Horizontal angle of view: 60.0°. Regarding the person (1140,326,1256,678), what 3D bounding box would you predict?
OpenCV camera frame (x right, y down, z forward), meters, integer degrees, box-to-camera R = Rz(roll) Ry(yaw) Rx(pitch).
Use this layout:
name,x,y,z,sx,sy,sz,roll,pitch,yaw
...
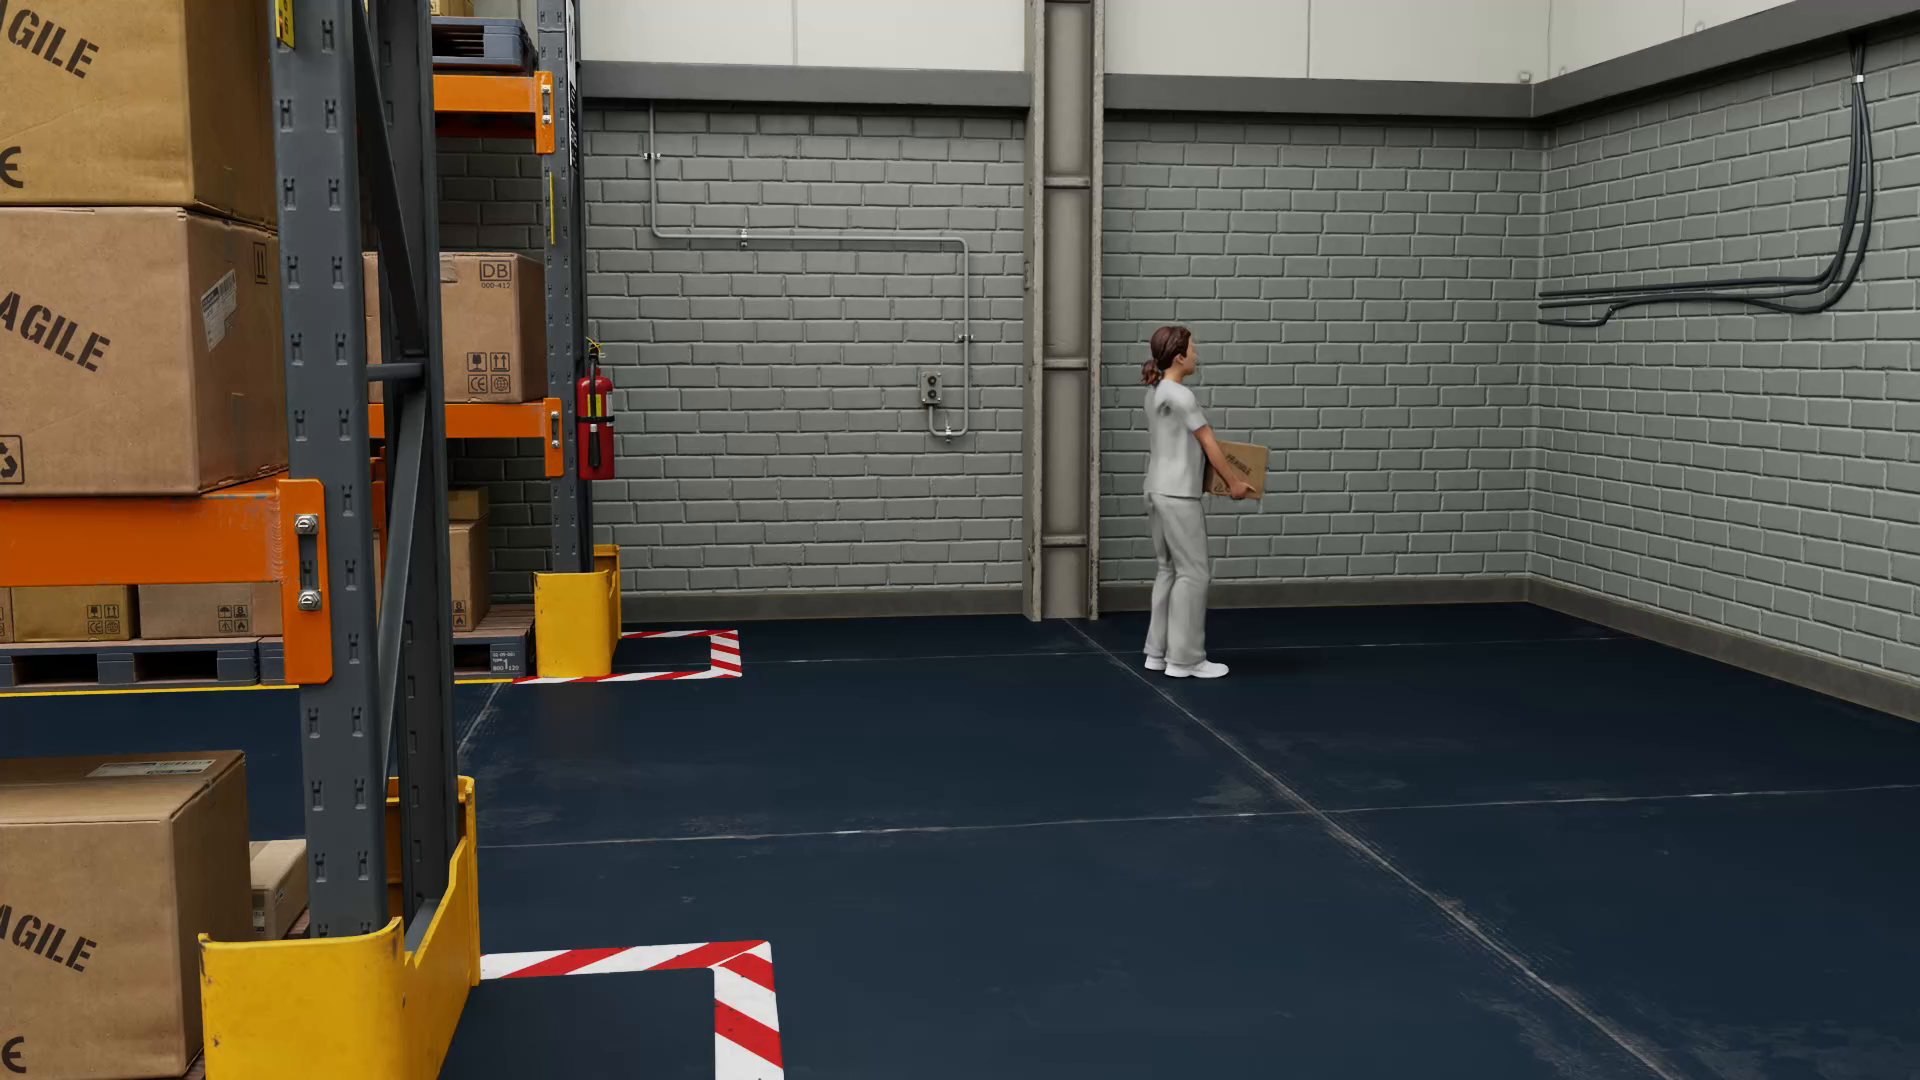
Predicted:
name,x,y,z,sx,sy,sz,roll,pitch,yaw
person,1.112,-0.185,7.960,0.536,1.669,0.409,-1,7,-9
